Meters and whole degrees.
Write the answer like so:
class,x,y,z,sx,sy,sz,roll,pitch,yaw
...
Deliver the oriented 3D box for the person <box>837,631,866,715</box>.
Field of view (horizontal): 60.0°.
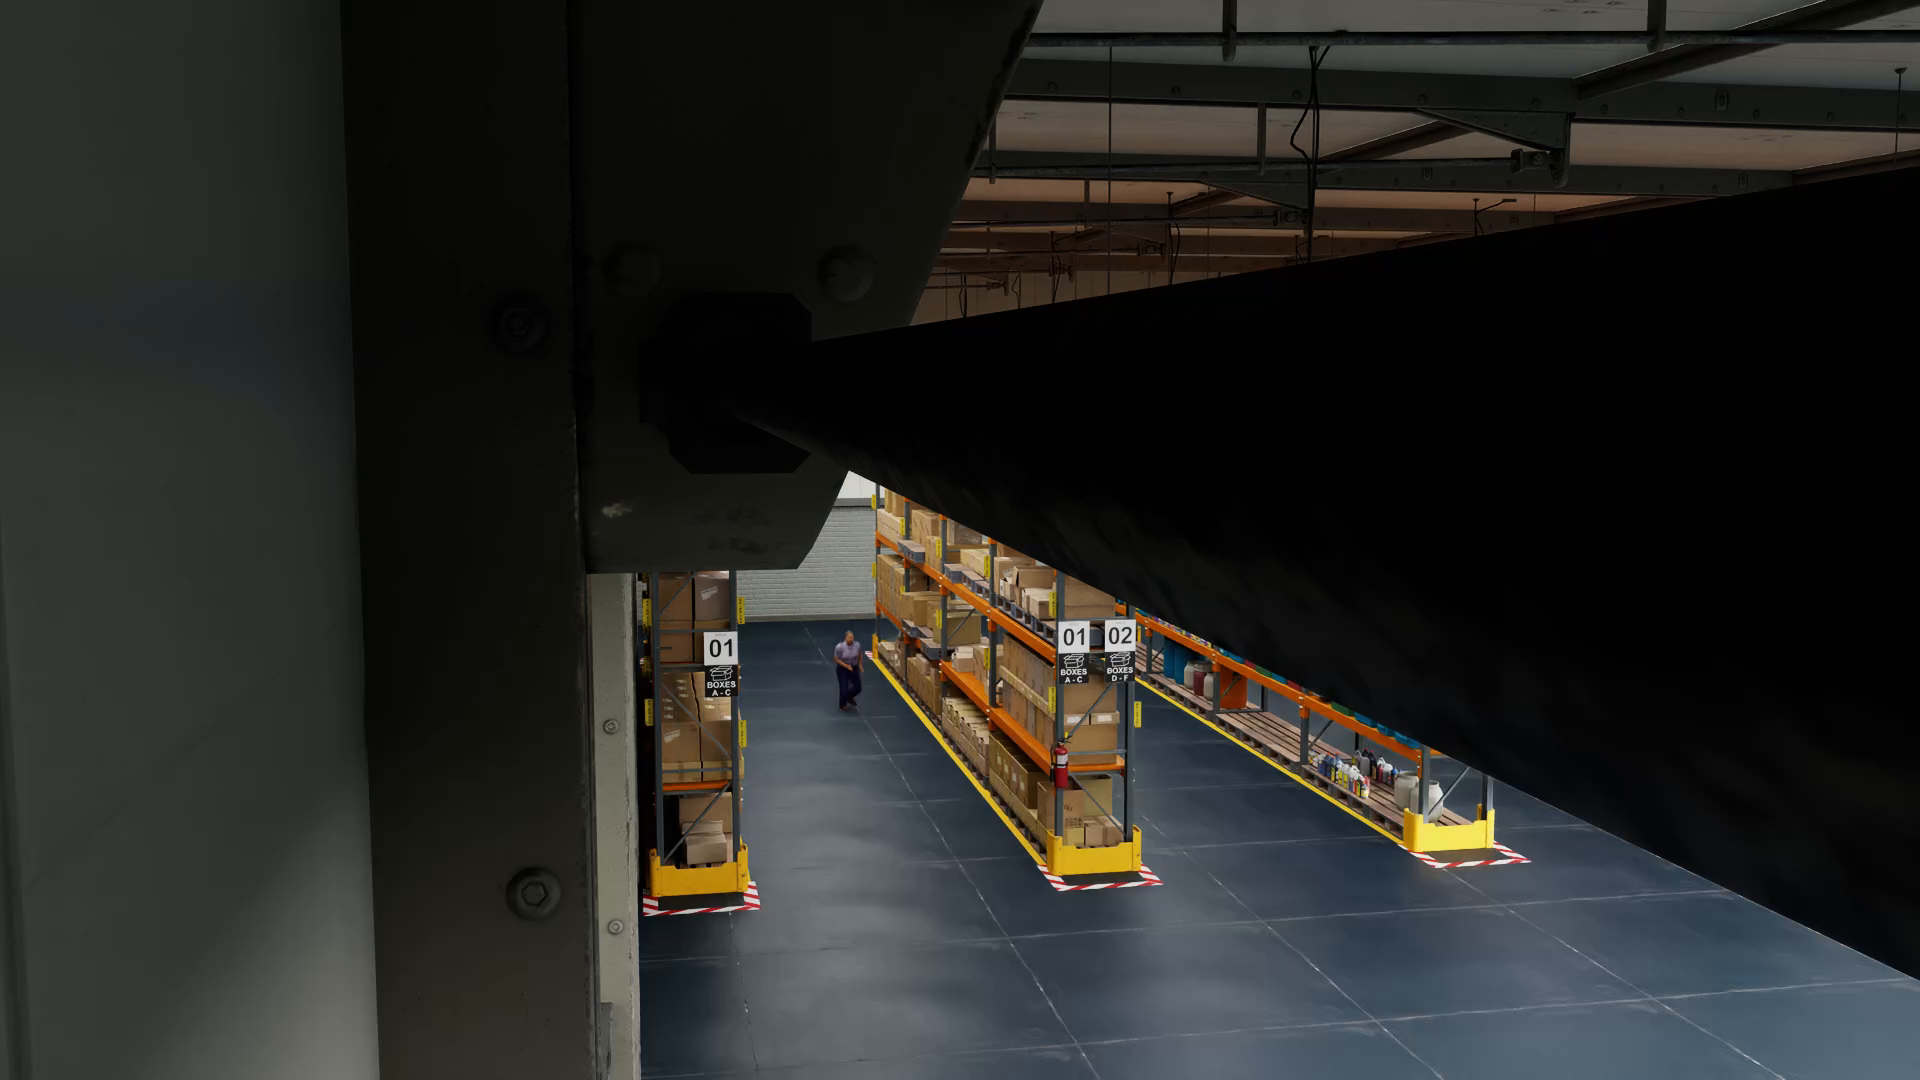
class,x,y,z,sx,sy,sz,roll,pitch,yaw
person,-1.988,2.425,30.530,0.607,1.582,0.914,-2,6,-20
